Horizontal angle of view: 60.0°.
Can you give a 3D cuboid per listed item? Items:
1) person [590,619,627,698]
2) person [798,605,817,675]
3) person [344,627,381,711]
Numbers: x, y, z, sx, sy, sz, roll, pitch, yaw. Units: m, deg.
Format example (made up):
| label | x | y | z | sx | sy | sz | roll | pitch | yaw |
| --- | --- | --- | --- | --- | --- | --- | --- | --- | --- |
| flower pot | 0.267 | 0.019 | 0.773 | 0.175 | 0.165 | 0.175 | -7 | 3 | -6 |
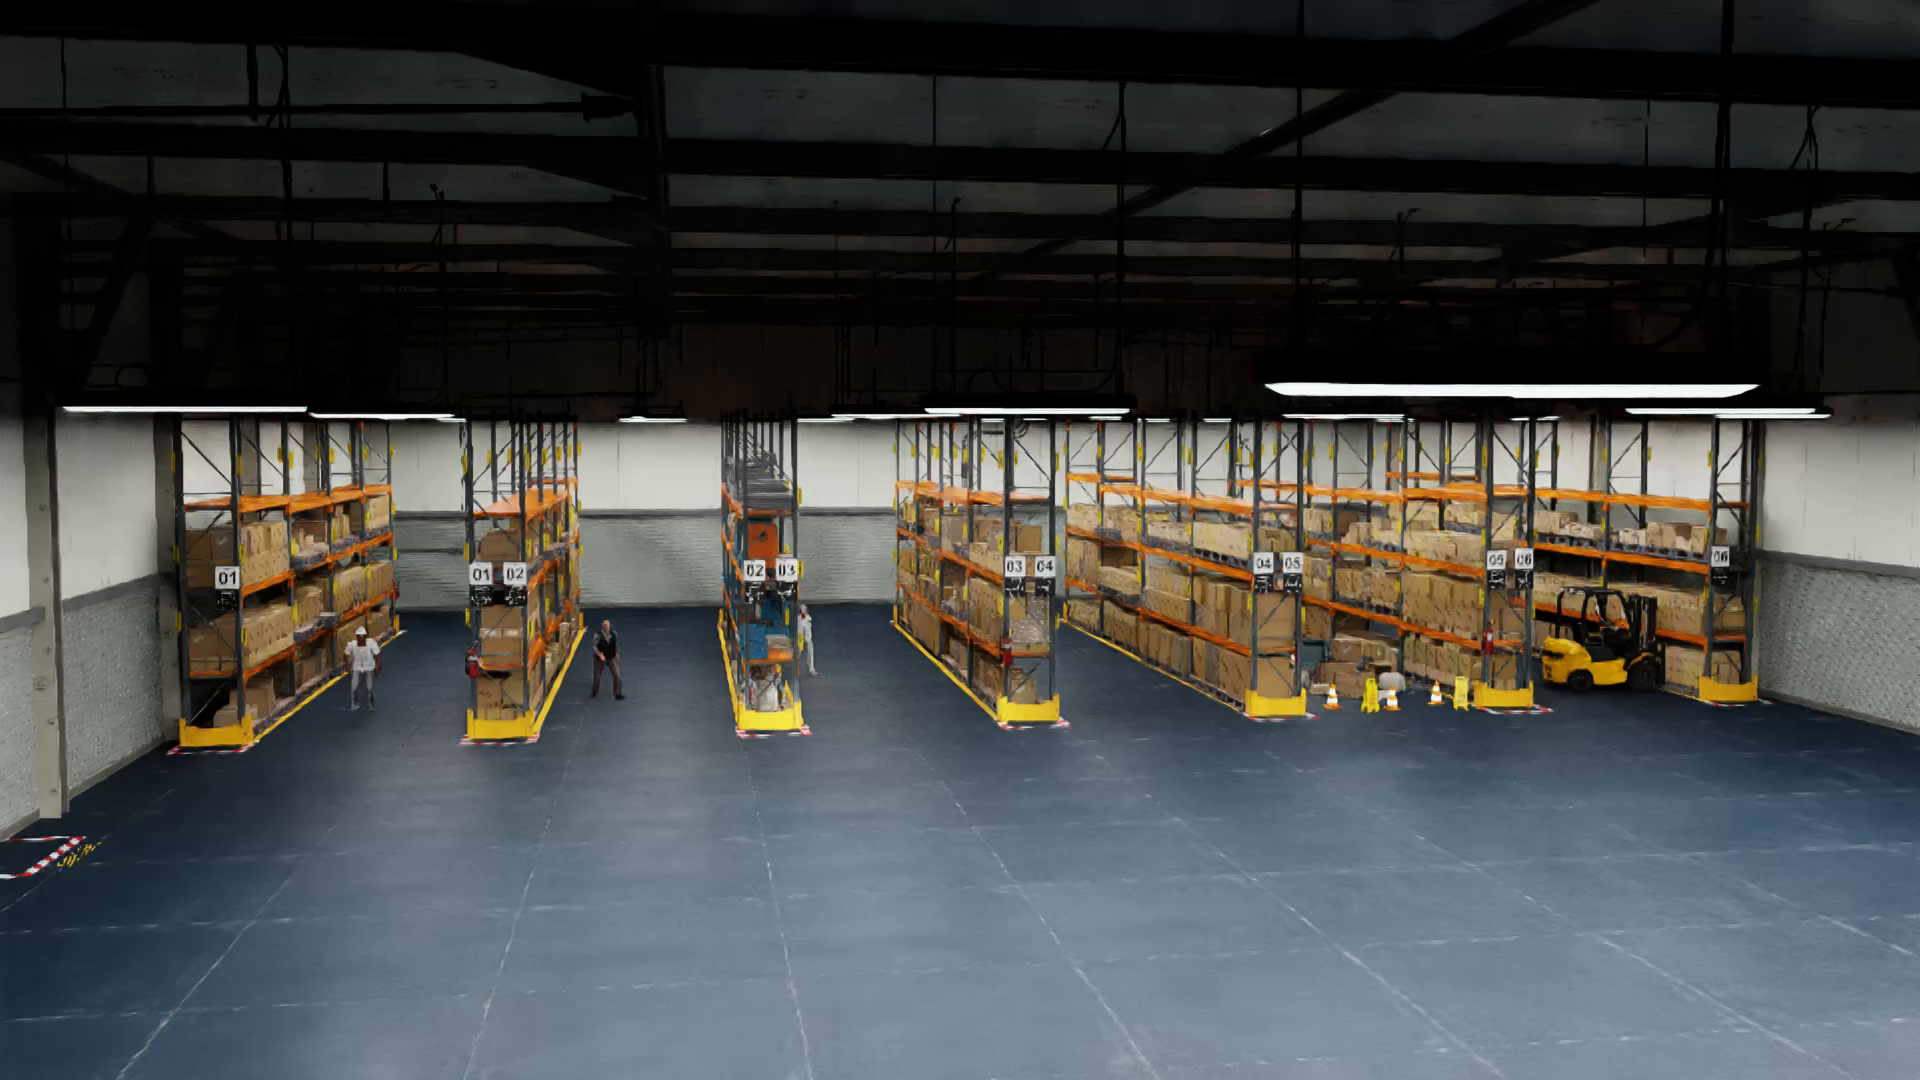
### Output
| label | x | y | z | sx | sy | sz | roll | pitch | yaw |
| --- | --- | --- | --- | --- | --- | --- | --- | --- | --- |
| person | -7.392 | 2.470 | 34.695 | 0.682 | 1.658 | 0.844 | -2 | 4 | -27 |
| person | -3.578 | 2.268 | 37.901 | 0.490 | 1.597 | 0.999 | -1 | 4 | -18 |
| person | -11.869 | 2.570 | 33.036 | 0.719 | 1.714 | 0.578 | -1 | 4 | -11 |
